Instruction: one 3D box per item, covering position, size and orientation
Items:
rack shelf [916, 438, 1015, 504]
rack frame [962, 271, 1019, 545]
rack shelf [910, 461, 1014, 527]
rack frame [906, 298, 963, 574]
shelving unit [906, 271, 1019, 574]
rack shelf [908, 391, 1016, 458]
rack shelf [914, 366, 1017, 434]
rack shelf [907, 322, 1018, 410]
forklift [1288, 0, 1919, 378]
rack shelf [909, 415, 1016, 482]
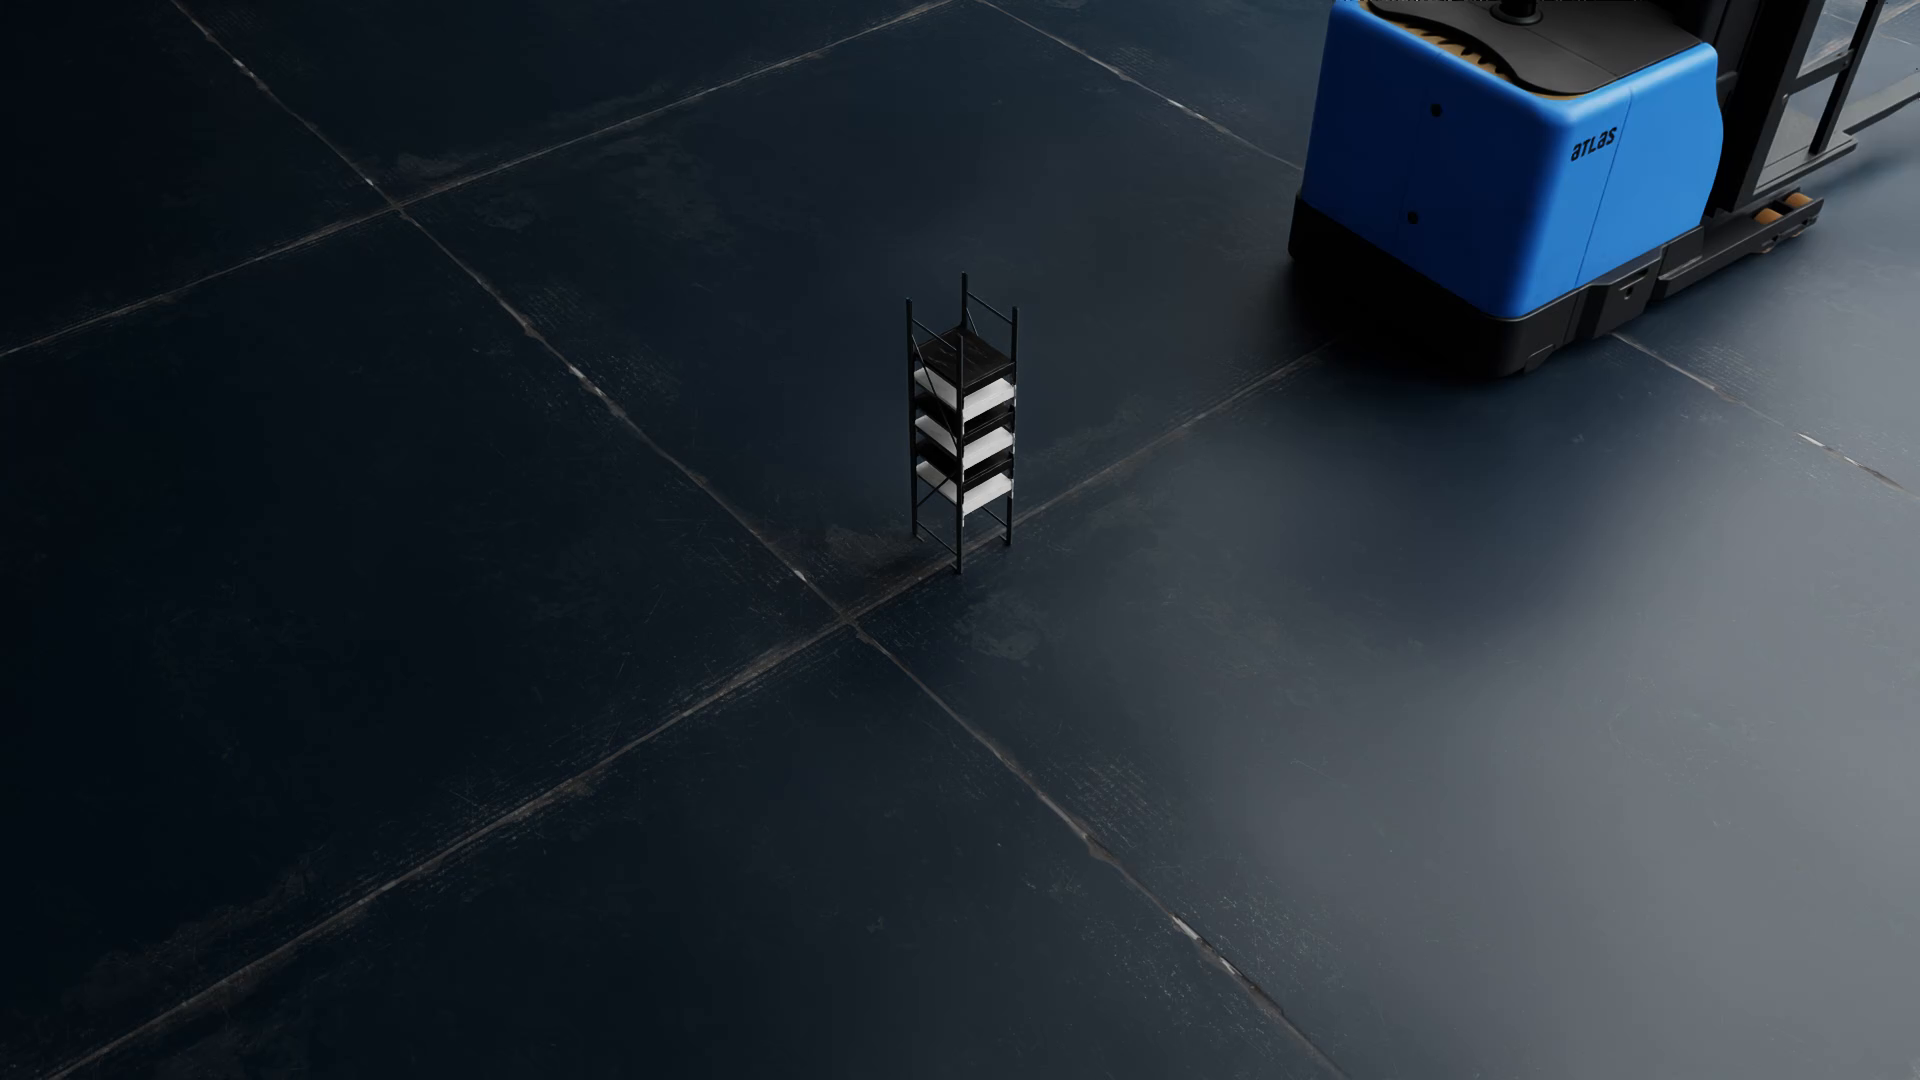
[{"bbox_3d":[0.006,-0.242,5.030,0.200,0.077,0.258,-30,51,-28],"label":"rack shelf"},{"bbox_3d":[0.084,-0.376,4.993,0.006,0.900,0.240,-30,51,-28],"label":"rack frame"},{"bbox_3d":[0.006,-0.176,5.092,0.200,0.077,0.258,-30,51,-28],"label":"rack shelf"},{"bbox_3d":[-0.072,-0.287,4.898,0.006,0.900,0.240,-30,51,-28],"label":"rack frame"},{"bbox_3d":[0.006,-0.332,4.946,0.210,0.900,0.258,-30,51,-28],"label":"shelving unit"},{"bbox_3d":[0.006,-0.373,4.907,0.200,0.077,0.258,-30,51,-28],"label":"rack shelf"},{"bbox_3d":[0.006,-0.438,4.845,0.200,0.077,0.258,-30,51,-28],"label":"rack shelf"},{"bbox_3d":[0.006,-0.504,4.784,0.200,0.077,0.258,-30,51,-28],"label":"rack shelf"},{"bbox_3d":[2.738,-2.445,5.713,3.031,2.935,1.130,-26,49,-25],"label":"forklift"},{"bbox_3d":[0.006,-0.307,4.969,0.200,0.077,0.258,-30,51,-28],"label":"rack shelf"}]
